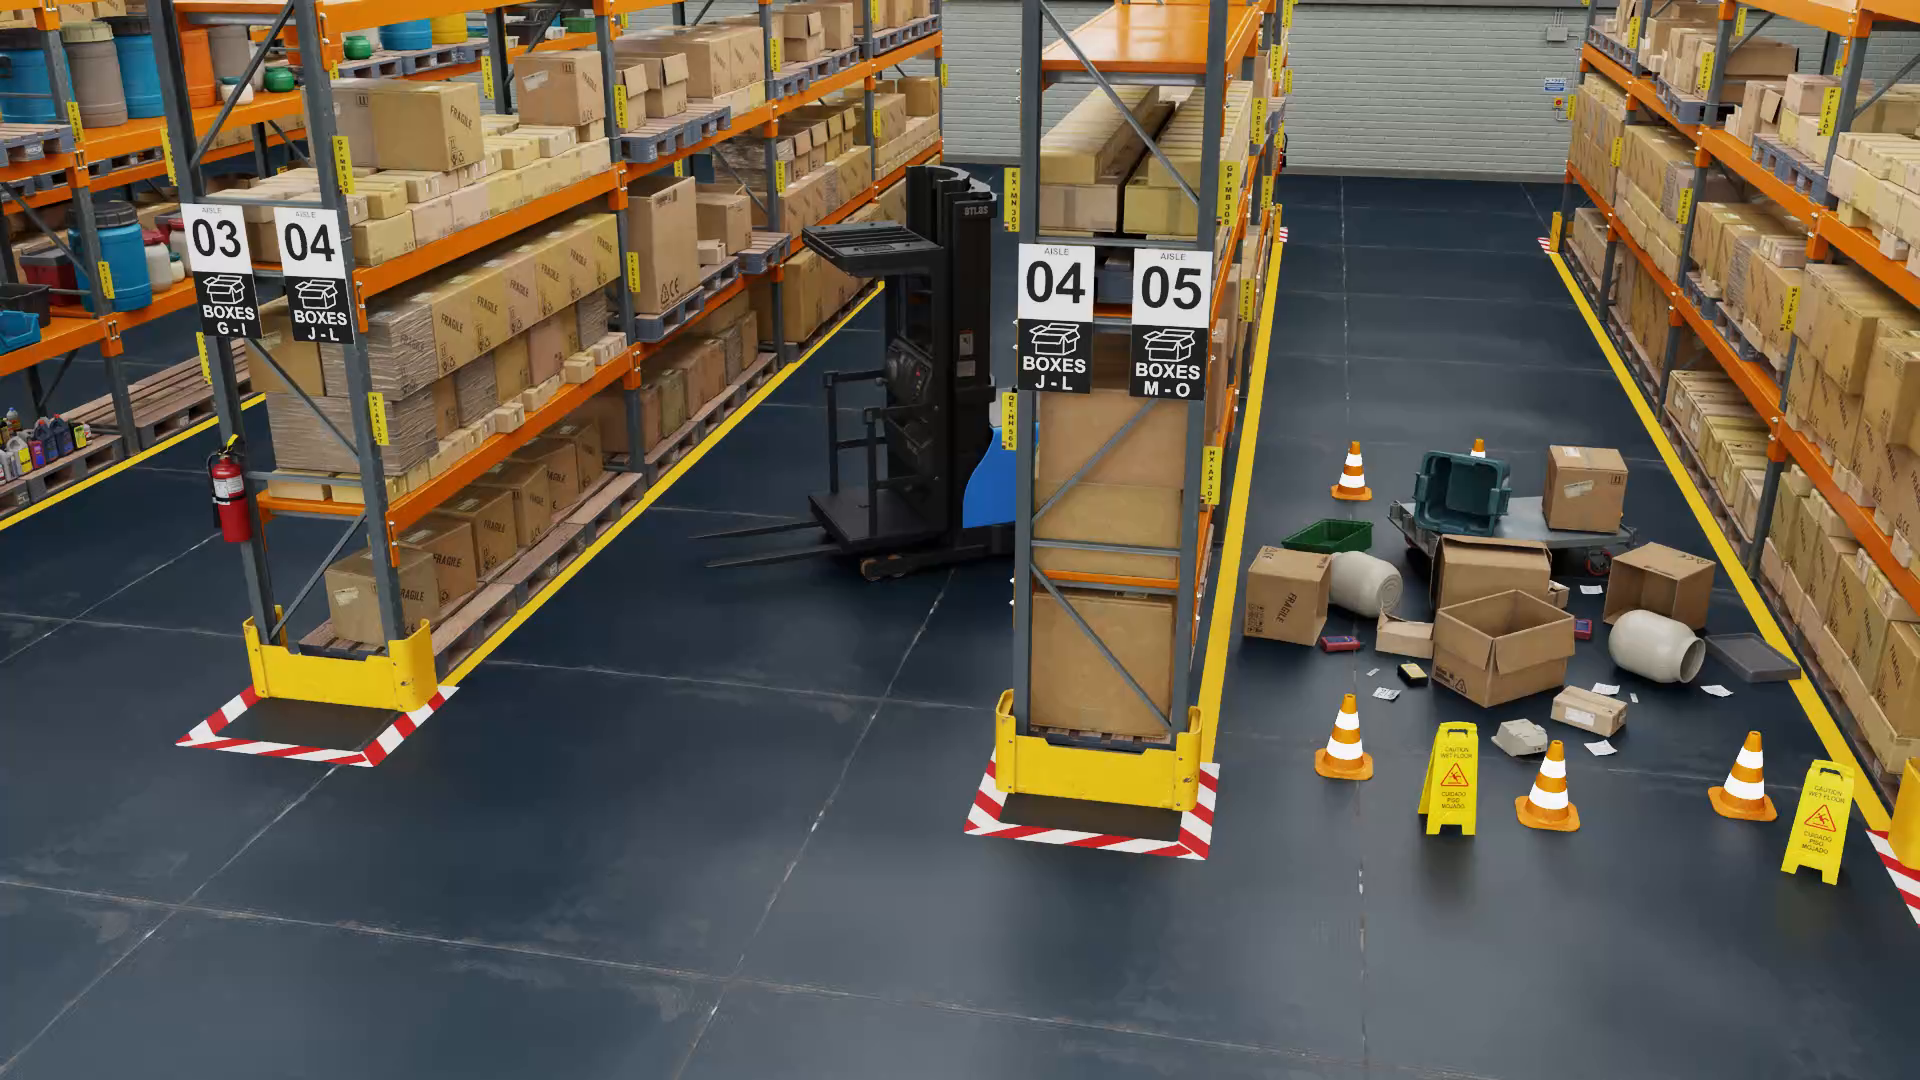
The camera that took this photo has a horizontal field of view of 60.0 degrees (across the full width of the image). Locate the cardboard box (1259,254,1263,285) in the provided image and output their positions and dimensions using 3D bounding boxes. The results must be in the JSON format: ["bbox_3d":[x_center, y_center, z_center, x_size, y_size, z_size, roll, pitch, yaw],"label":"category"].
[{"bbox_3d":[3.140,-3.051,18.695,0.500,0.250,0.500,3,22,9],"label":"cardboard box"}]

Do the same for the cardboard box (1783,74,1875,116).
[{"bbox_3d":[6.671,-3.420,12.784,0.500,0.250,0.500,5,22,12],"label":"cardboard box"}]

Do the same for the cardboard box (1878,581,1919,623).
[{"bbox_3d":[5.592,0.368,9.672,0.380,0.149,0.250,5,22,12],"label":"cardboard box"}]

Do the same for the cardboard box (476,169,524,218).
[{"bbox_3d":[-3.370,-2.407,11.499,0.500,0.250,0.500,5,22,13],"label":"cardboard box"}]

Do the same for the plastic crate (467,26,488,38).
[{"bbox_3d":[-6.554,-6.805,22.443,0.416,0.233,0.300,4,22,11],"label":"plastic crate"}]

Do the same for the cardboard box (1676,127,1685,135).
[{"bbox_3d":[8.278,-4.328,18.613,0.500,0.500,0.500,5,23,13],"label":"cardboard box"}]

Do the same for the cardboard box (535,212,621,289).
[{"bbox_3d":[-3.033,-2.293,13.161,0.500,0.500,0.500,4,22,11],"label":"cardboard box"}]

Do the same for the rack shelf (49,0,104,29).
[{"bbox_3d":[-7.652,-5.203,15.725,1.077,0.370,4.000,4,22,11],"label":"rack shelf"}]

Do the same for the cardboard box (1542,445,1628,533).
[{"bbox_3d":[4.742,-0.391,12.643,0.500,0.500,0.500,4,22,11],"label":"cardboard box"}]

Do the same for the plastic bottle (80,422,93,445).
[{"bbox_3d":[-7.829,-0.958,14.873,0.097,0.201,0.097,0,22,0],"label":"plastic bottle"}]

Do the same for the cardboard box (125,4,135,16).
[{"bbox_3d":[-11.442,-7.265,22.893,0.500,0.250,0.500,4,22,11],"label":"cardboard box"}]

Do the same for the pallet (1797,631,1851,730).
[{"bbox_3d":[6.141,0.914,10.801,1.003,0.211,1.213,4,22,11],"label":"pallet"}]

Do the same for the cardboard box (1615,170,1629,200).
[{"bbox_3d":[7.757,-4.024,18.861,0.500,0.250,0.500,4,22,9],"label":"cardboard box"}]

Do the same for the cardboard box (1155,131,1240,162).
[{"bbox_3d":[1.465,-2.364,10.300,0.500,0.250,0.500,4,22,11],"label":"cardboard box"}]

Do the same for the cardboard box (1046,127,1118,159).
[{"bbox_3d":[0.700,-2.267,9.525,0.380,0.149,0.250,5,22,12],"label":"cardboard box"}]

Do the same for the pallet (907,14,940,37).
[{"bbox_3d":[-0.903,-7.297,23.561,1.003,0.211,1.213,4,22,11],"label":"pallet"}]

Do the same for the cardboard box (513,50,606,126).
[{"bbox_3d":[-3.053,-3.454,12.698,0.500,0.500,0.500,4,22,9],"label":"cardboard box"}]

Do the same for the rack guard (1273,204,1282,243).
[{"bbox_3d":[4.057,-4.617,24.148,1.175,0.500,0.348,4,22,11],"label":"rack guard"}]

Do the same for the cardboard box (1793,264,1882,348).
[{"bbox_3d":[6.188,-1.579,11.388,0.700,0.500,0.500,4,22,10],"label":"cardboard box"}]

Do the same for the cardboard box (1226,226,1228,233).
[{"bbox_3d":[1.346,-1.847,9.550,0.380,0.149,0.250,5,22,11],"label":"cardboard box"}]

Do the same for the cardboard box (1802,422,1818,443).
[{"bbox_3d":[6.111,-0.771,11.590,0.380,0.149,0.250,5,22,12],"label":"cardboard box"}]

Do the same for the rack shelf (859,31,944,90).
[{"bbox_3d":[-1.170,-6.545,22.538,1.077,0.370,4.000,4,22,11],"label":"rack shelf"}]

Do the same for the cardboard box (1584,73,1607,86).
[{"bbox_3d":[8.596,-6.166,22.308,0.380,0.149,0.250,5,22,12],"label":"cardboard box"}]

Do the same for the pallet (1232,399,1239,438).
[{"bbox_3d":[2.206,-1.302,16.304,1.003,0.211,1.213,4,22,11],"label":"pallet"}]

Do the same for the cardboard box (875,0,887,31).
[{"bbox_3d":[-1.364,-6.922,21.681,0.700,0.500,0.500,6,23,14],"label":"cardboard box"}]

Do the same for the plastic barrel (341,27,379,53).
[{"bbox_3d":[-7.029,-5.980,19.427,0.433,0.535,0.433,0,22,0],"label":"plastic barrel"}]

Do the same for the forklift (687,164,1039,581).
[{"bbox_3d":[-0.582,-1.275,12.597,3.031,2.935,1.130,-8,23,-20],"label":"forklift"}]

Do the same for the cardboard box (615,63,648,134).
[{"bbox_3d":[-3.018,-3.629,13.633,0.797,0.503,0.637,3,22,8],"label":"cardboard box"}]

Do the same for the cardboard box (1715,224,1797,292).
[{"bbox_3d":[6.787,-2.384,14.164,0.500,0.500,0.500,5,22,12],"label":"cardboard box"}]

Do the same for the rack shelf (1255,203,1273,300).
[{"bbox_3d":[2.848,-3.276,18.435,1.077,0.370,4.000,4,22,11],"label":"rack shelf"}]

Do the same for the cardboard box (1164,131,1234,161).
[{"bbox_3d":[1.344,-2.214,9.393,0.380,0.149,0.250,5,22,11],"label":"cardboard box"}]

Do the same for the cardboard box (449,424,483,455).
[{"bbox_3d":[-3.512,-0.701,11.416,0.380,0.149,0.250,4,22,11],"label":"cardboard box"}]

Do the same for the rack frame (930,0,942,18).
[{"bbox_3d":[-0.762,-9.002,23.659,1.000,3.000,0.127,4,22,11],"label":"rack frame"}]

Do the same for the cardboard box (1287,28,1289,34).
[{"bbox_3d":[4.142,-6.752,22.289,0.500,0.250,0.500,4,22,11],"label":"cardboard box"}]

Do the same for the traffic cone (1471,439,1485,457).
[{"bbox_3d":[4.453,-0.641,14.325,0.336,0.463,0.334,4,22,11],"label":"traffic cone"}]

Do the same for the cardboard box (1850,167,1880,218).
[{"bbox_3d":[6.037,-2.205,10.602,0.500,0.250,0.500,4,22,10],"label":"cardboard box"}]

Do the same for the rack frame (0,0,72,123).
[{"bbox_3d":[-8.060,-4.991,13.700,1.000,3.000,0.127,4,22,11],"label":"rack frame"}]

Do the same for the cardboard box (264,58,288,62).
[{"bbox_3d":[-10.383,-7.117,25.538,0.500,0.500,0.500,5,22,12],"label":"cardboard box"}]

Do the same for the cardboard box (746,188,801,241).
[{"bbox_3d":[-2.029,-3.497,17.887,0.500,0.500,0.500,5,22,12],"label":"cardboard box"}]

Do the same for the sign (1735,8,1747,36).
[{"bbox_3d":[8.656,-5.740,18.462,0.100,0.325,0.005,4,22,11],"label":"sign"}]

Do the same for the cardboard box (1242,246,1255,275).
[{"bbox_3d":[2.406,-2.374,15.100,0.500,0.500,0.500,4,22,10],"label":"cardboard box"}]

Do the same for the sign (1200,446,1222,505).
[{"bbox_3d":[1.350,-0.346,8.933,0.100,0.325,0.005,4,22,11],"label":"sign"}]

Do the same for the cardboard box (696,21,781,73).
[{"bbox_3d":[-2.341,-5.156,17.425,0.797,0.503,0.637,6,23,14],"label":"cardboard box"}]

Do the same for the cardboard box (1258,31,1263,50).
[{"bbox_3d":[2.898,-4.987,16.546,0.396,0.266,0.258,4,22,11],"label":"cardboard box"}]

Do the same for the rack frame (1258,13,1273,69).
[{"bbox_3d":[2.440,-5.661,15.364,1.000,3.000,0.127,4,22,11],"label":"rack frame"}]

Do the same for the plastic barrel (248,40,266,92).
[{"bbox_3d":[-7.607,-5.024,17.648,0.421,0.512,0.421,0,22,0],"label":"plastic barrel"}]

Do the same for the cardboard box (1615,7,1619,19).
[{"bbox_3d":[8.935,-6.855,21.849,0.500,0.250,0.500,2,22,6],"label":"cardboard box"}]

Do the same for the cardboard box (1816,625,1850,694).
[{"bbox_3d":[5.791,0.772,10.540,0.500,0.250,0.500,4,22,9],"label":"cardboard box"}]

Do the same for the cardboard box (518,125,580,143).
[{"bbox_3d":[-3.138,-3.105,12.701,0.380,0.149,0.250,5,22,12],"label":"cardboard box"}]

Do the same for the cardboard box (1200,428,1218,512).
[{"bbox_3d":[1.167,-0.559,10.526,0.875,0.550,0.550,4,22,11],"label":"cardboard box"}]

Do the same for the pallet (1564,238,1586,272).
[{"bbox_3d":[8.853,-3.872,22.684,1.003,0.211,1.213,4,22,11],"label":"pallet"}]

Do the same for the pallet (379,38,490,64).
[{"bbox_3d":[-6.492,-6.143,20.830,1.213,0.211,1.003,4,22,11],"label":"pallet"}]

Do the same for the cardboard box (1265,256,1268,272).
[{"bbox_3d":[3.644,-3.460,20.784,0.380,0.149,0.250,5,23,13],"label":"cardboard box"}]

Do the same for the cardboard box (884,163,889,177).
[{"bbox_3d":[-1.139,-4.819,21.639,0.380,0.149,0.250,4,22,9],"label":"cardboard box"}]

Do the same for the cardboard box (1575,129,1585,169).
[{"bbox_3d":[8.484,-5.169,22.040,0.500,0.500,0.500,4,22,10],"label":"cardboard box"}]

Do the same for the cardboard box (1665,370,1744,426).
[{"bbox_3d":[7.182,-1.308,15.541,0.950,0.372,0.625,3,22,7],"label":"cardboard box"}]

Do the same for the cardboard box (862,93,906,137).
[{"bbox_3d":[-1.021,-5.698,22.286,0.500,0.500,0.500,4,22,9],"label":"cardboard box"}]

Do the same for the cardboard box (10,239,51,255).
[{"bbox_3d":[-11.618,-3.431,20.614,0.500,0.500,0.500,4,22,9],"label":"cardboard box"}]

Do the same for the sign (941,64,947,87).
[{"bbox_3d":[-0.234,-6.820,24.404,0.100,0.325,0.005,4,22,11],"label":"sign"}]
